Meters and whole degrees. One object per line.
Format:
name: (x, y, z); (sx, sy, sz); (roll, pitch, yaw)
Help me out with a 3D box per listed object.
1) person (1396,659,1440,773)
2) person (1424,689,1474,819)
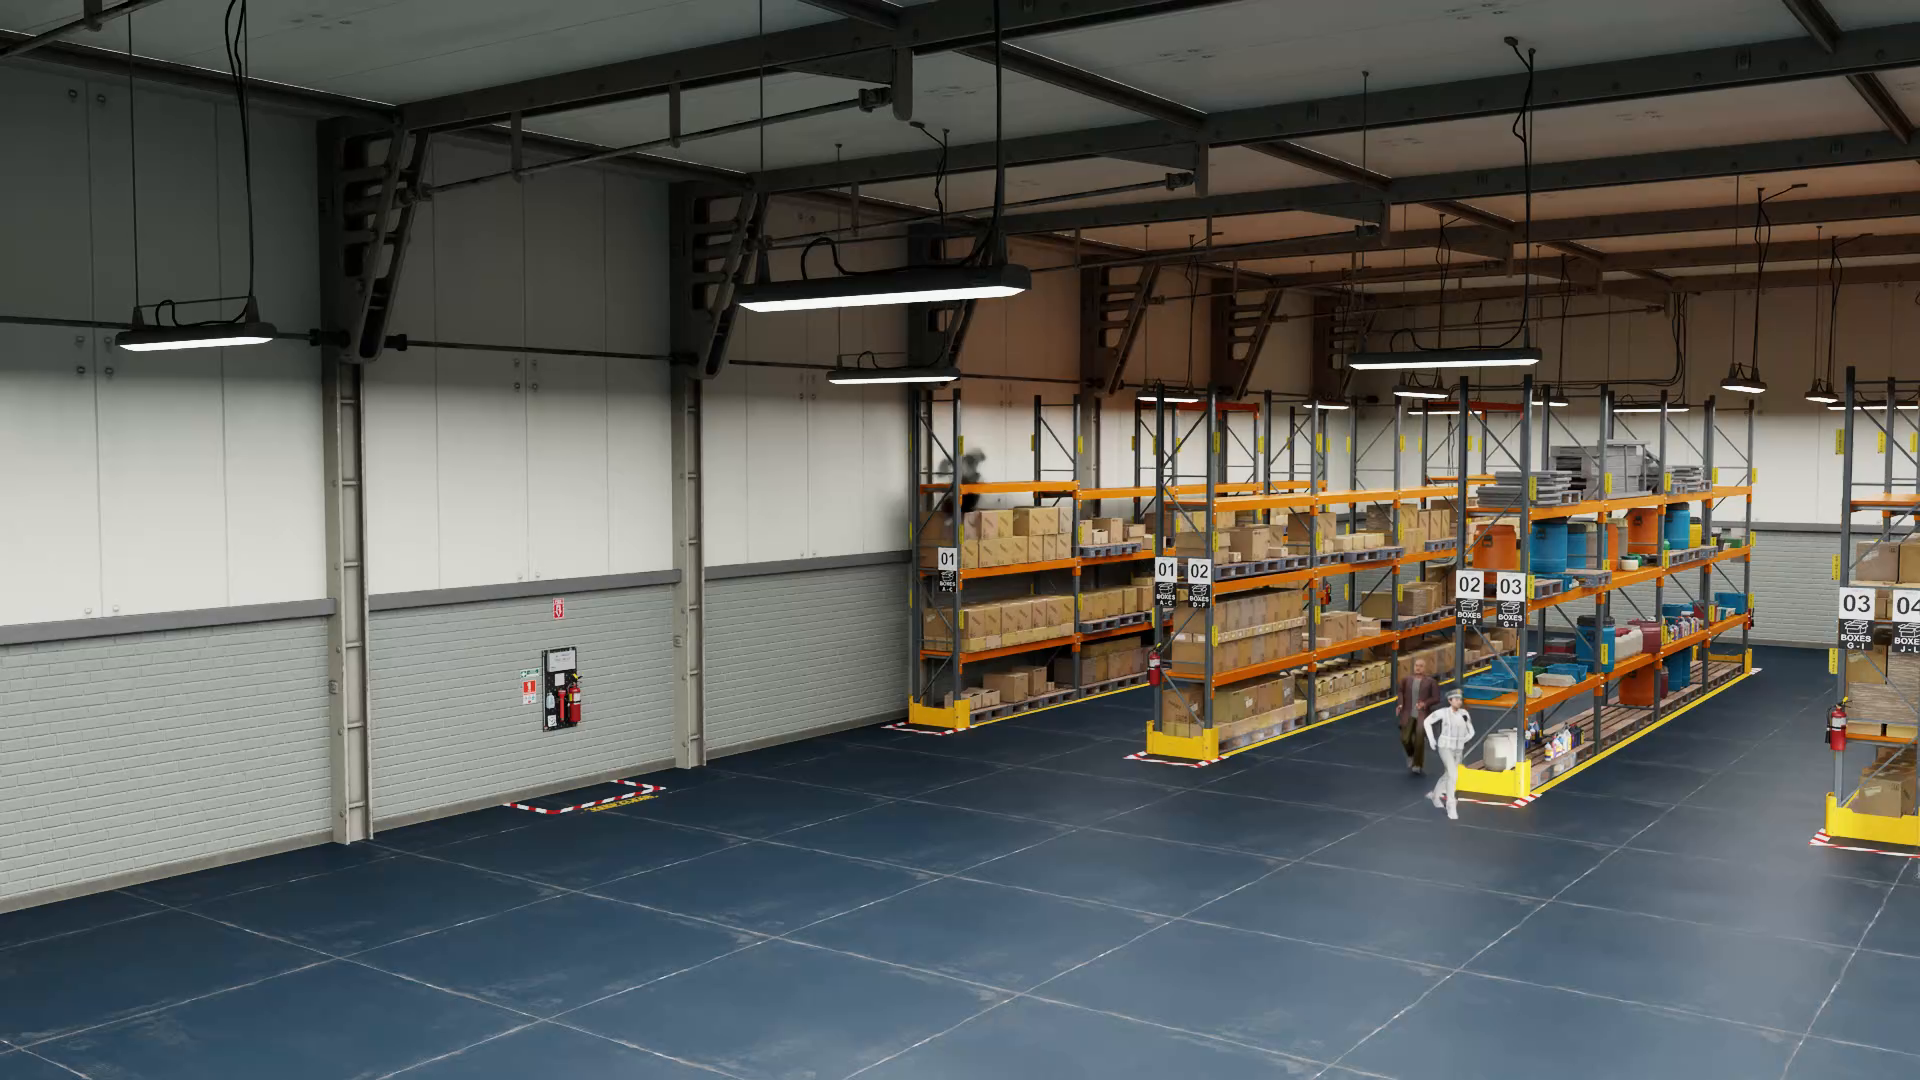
person: (6.943, 2.686, 25.333); (0.694, 1.729, 0.615); (2, 4, 29)
person: (6.679, 2.881, 22.639); (0.608, 1.748, 0.726); (-1, 3, -21)
